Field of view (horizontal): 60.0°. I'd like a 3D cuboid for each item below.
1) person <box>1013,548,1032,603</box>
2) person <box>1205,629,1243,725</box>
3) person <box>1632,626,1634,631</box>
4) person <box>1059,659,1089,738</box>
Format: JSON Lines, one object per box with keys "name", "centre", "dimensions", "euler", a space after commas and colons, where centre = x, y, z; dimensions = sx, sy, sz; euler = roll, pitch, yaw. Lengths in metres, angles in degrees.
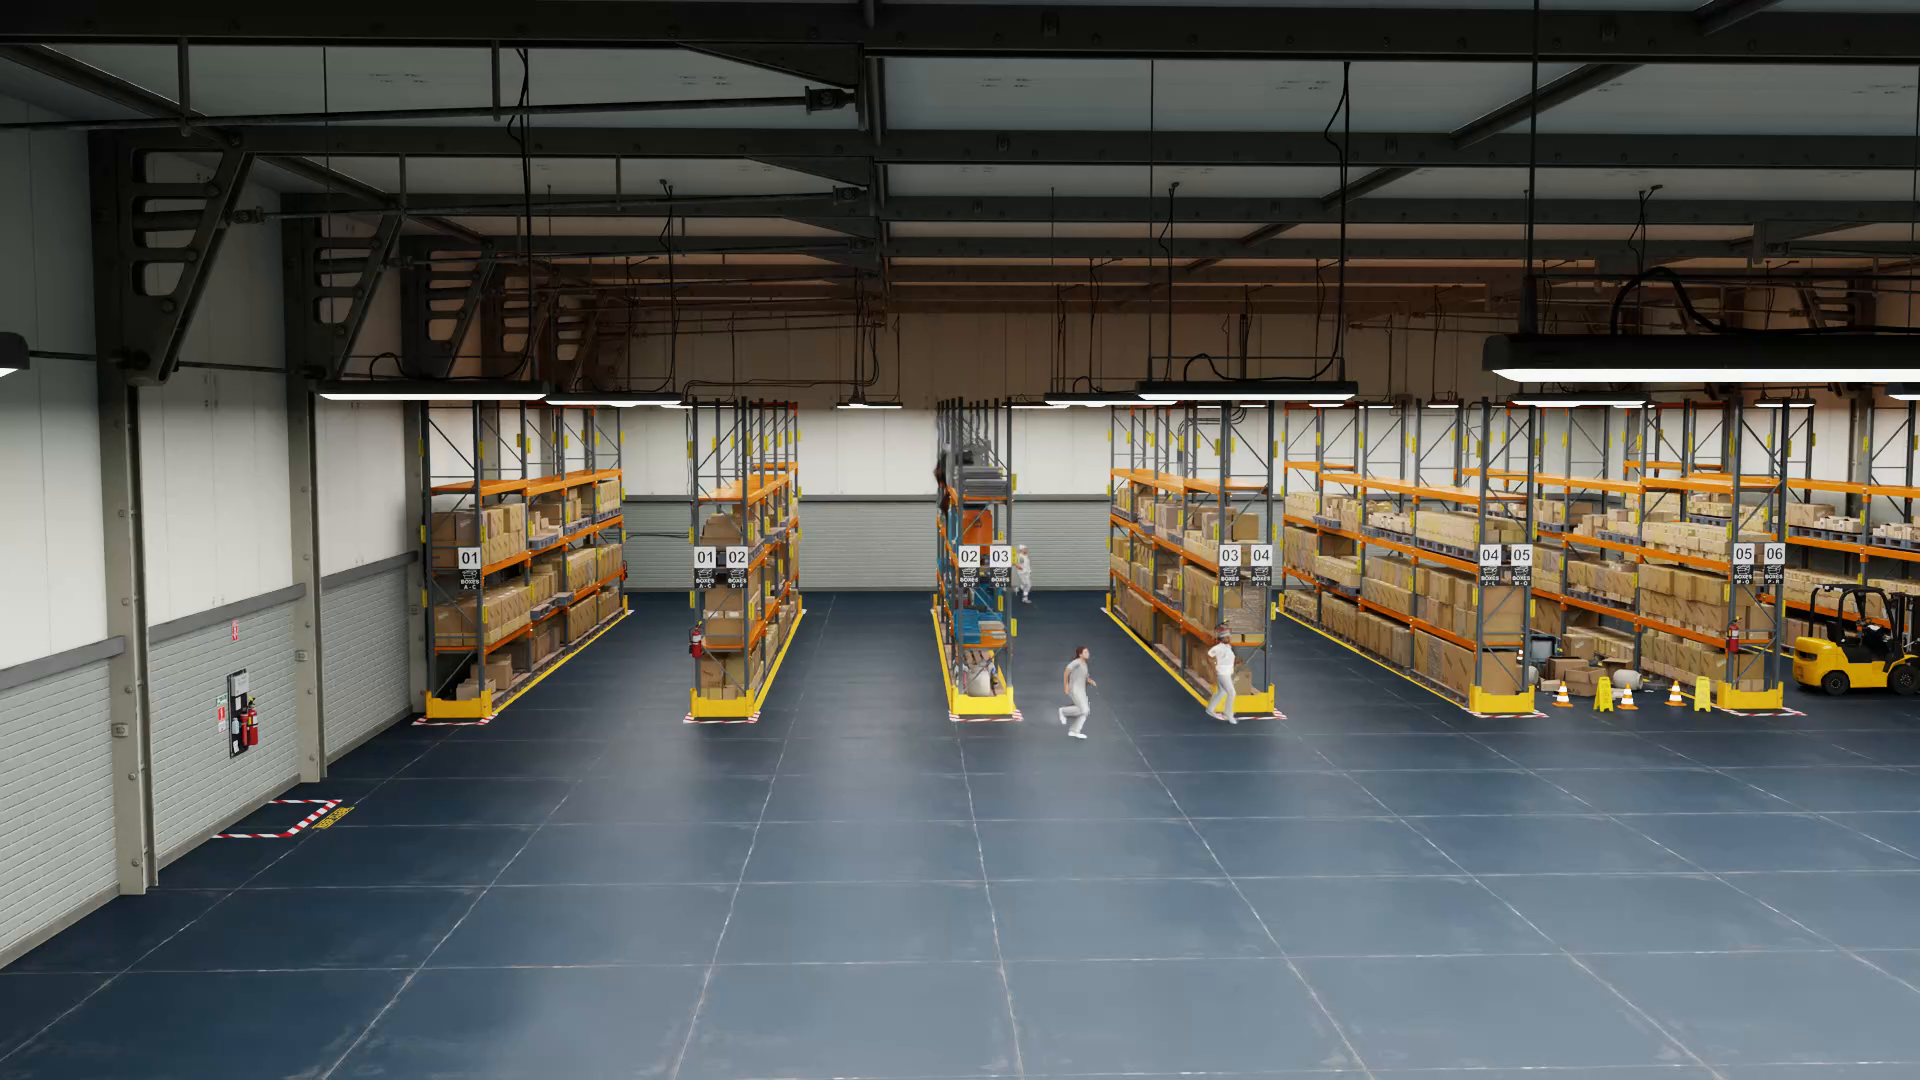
{"name": "person", "centre": [1.849, 1.037, 49.835], "dimensions": [0.605, 1.697, 0.656], "euler": [2, 5, 19]}
{"name": "person", "centre": [4.860, 2.513, 30.649], "dimensions": [0.758, 1.755, 0.550], "euler": [3, 5, 32]}
{"name": "person", "centre": [17.084, 1.565, 42.635], "dimensions": [0.688, 1.799, 0.902], "euler": [-1, 5, -17]}
{"name": "person", "centre": [2.032, 2.779, 29.343], "dimensions": [0.560, 1.398, 0.552], "euler": [3, 5, 30]}
